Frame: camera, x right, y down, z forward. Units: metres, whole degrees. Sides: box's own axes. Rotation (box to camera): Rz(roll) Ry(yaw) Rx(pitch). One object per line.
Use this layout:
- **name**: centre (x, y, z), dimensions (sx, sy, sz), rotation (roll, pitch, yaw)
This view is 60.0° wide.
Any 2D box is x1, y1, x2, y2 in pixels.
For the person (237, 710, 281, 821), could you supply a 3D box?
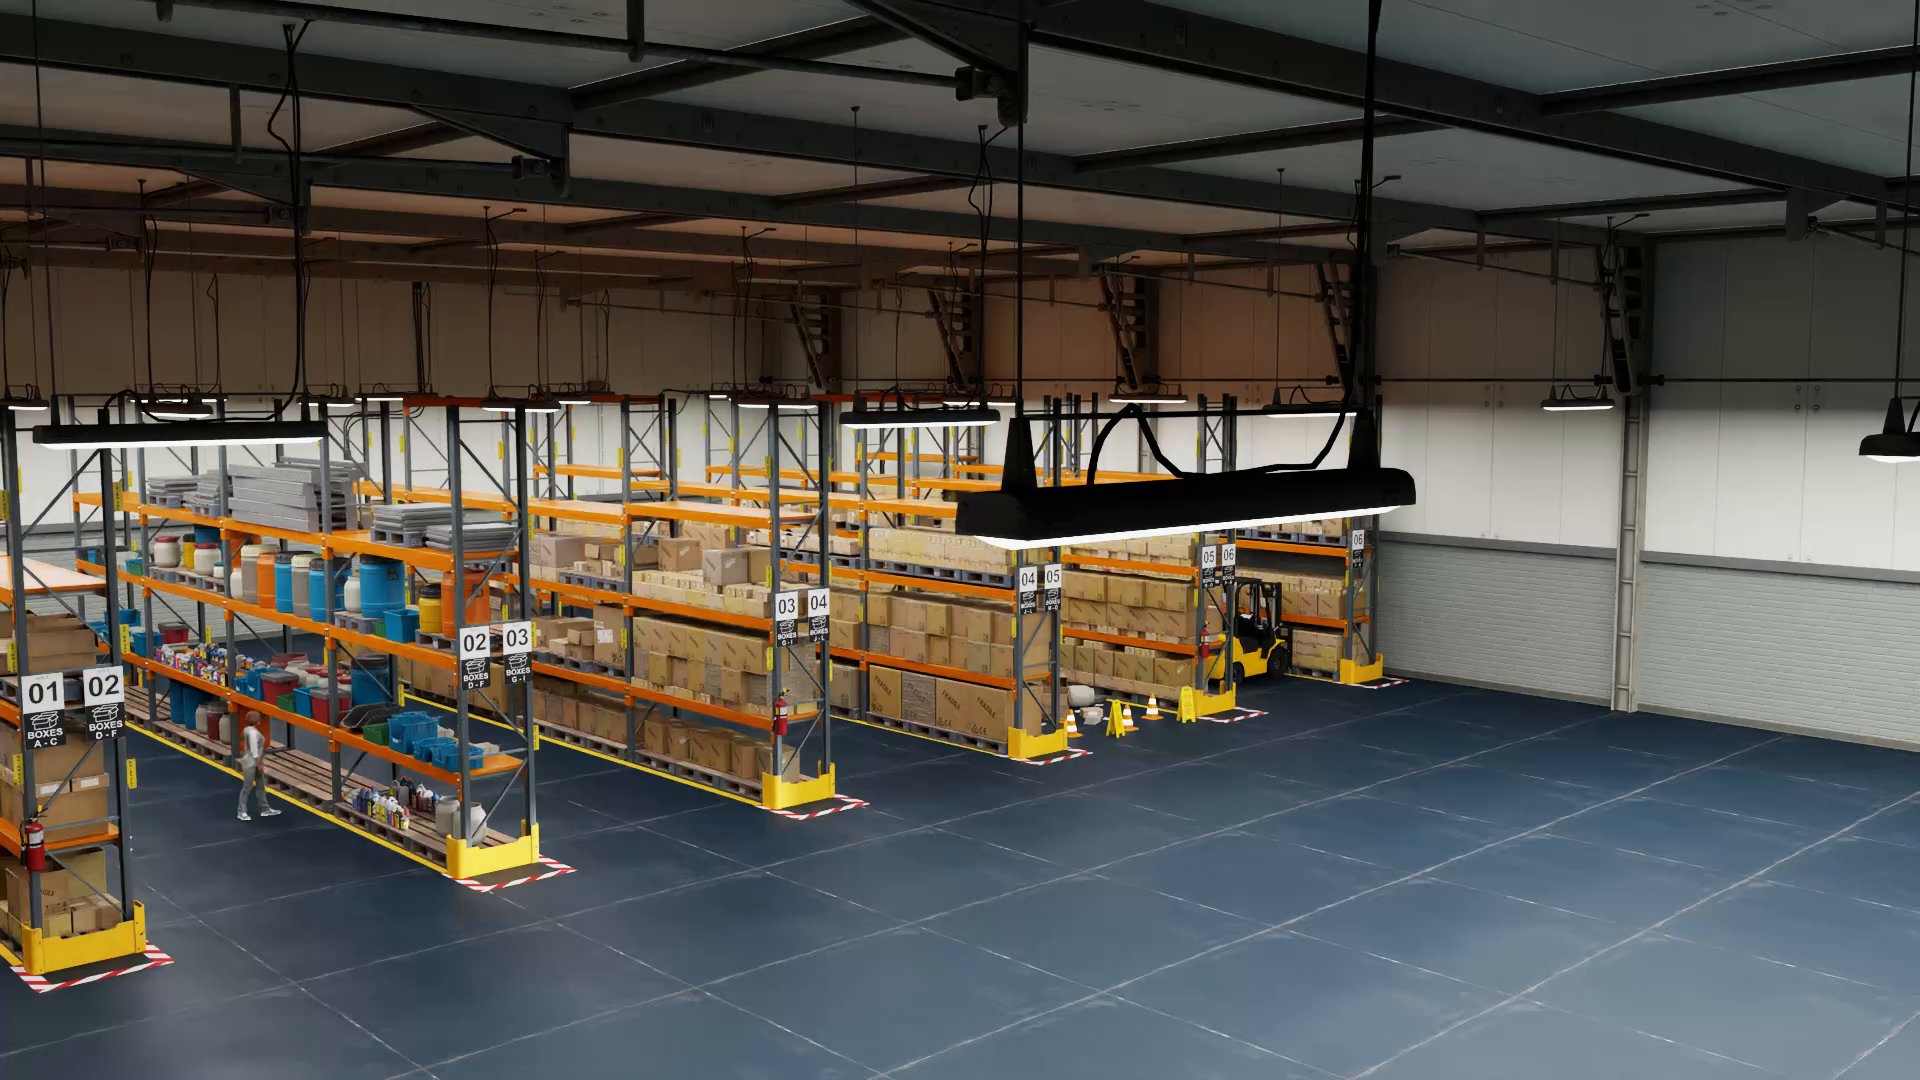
- **person**: centre (-10.140, 3.239, 23.932), dimensions (0.566, 1.569, 0.436), rotation (-1, 6, -9)

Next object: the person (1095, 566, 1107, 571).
- **person**: centre (3.177, 1.486, 38.075), dimensions (0.497, 1.870, 0.606), rotation (4, 7, 34)

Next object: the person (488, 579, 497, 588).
- **person**: centre (-11.584, 1.558, 40.944), dimensions (0.502, 1.683, 0.359), rotation (-4, 7, -34)
